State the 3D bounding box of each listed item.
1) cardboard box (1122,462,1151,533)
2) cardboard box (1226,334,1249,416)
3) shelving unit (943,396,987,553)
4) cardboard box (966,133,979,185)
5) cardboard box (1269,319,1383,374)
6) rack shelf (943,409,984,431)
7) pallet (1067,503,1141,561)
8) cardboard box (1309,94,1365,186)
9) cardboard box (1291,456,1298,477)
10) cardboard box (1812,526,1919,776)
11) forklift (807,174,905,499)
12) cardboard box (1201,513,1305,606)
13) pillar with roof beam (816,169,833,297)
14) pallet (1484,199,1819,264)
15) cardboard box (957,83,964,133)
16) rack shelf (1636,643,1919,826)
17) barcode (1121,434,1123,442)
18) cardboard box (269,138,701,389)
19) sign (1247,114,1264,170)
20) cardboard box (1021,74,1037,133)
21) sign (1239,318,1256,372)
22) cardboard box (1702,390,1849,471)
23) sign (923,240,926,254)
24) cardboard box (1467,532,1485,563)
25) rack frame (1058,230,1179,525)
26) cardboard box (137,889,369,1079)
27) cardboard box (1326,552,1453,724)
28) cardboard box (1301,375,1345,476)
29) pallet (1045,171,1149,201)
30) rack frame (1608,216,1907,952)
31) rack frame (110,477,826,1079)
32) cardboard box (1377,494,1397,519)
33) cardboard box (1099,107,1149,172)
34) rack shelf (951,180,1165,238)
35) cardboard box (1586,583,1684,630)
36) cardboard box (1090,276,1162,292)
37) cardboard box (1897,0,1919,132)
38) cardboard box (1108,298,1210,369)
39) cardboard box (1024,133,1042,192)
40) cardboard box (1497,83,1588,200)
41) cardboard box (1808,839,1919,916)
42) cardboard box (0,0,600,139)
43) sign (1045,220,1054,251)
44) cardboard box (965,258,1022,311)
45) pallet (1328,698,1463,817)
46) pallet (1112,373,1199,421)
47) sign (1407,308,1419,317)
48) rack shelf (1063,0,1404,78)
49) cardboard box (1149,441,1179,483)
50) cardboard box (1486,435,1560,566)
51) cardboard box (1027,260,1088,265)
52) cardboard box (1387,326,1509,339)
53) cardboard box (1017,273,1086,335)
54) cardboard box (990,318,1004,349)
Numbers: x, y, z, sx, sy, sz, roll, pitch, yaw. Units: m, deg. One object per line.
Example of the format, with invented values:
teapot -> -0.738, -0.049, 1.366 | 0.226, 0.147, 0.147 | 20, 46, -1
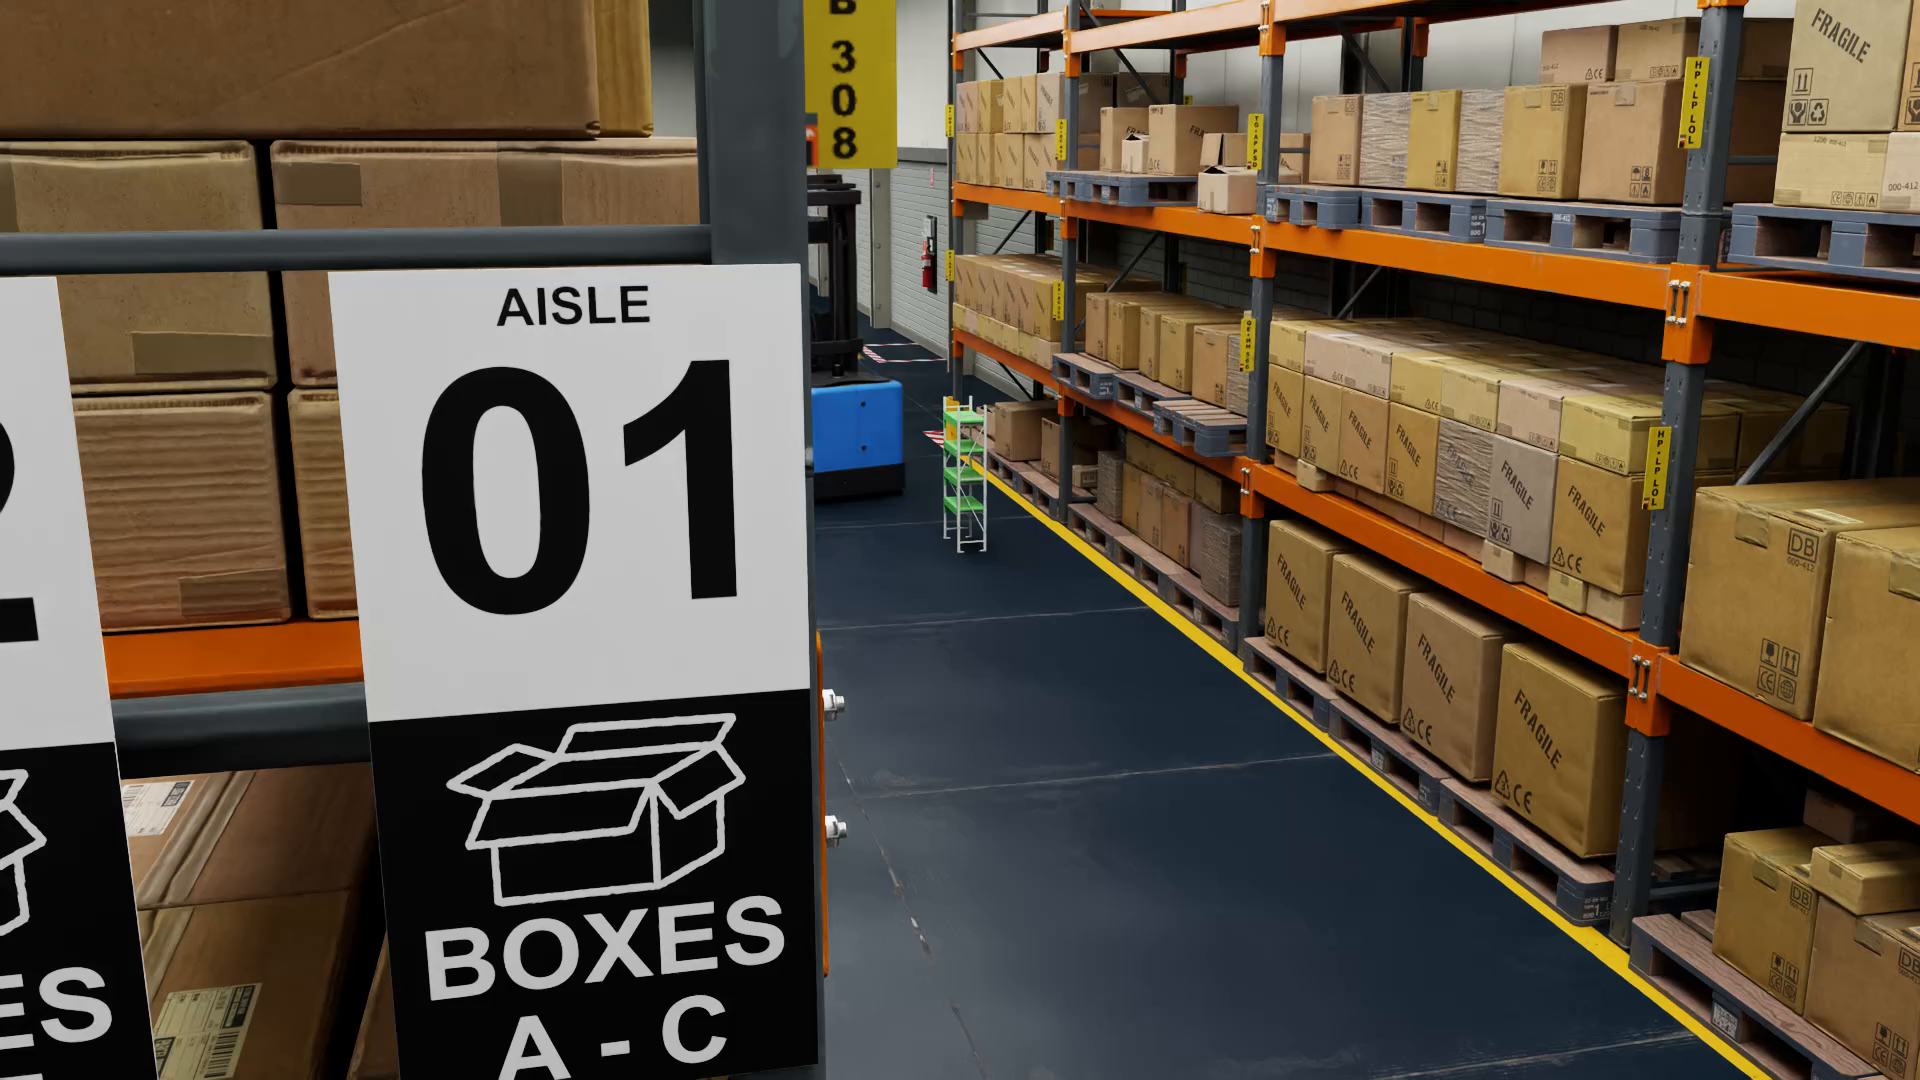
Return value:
cardboard box -> 1.721, -0.346, 13.365 | 0.700, 0.500, 0.500 | -4, 14, -14
cardboard box -> 2.181, -1.080, 10.889 | 0.700, 0.500, 0.500 | -5, 15, -20
shelving unit -> 0.039, -0.545, 13.628 | 0.258, 1.200, 0.503 | -3, 14, -13
cardboard box -> 0.349, -3.854, 16.807 | 0.500, 0.500, 0.500 | -2, 14, -9
cardboard box -> 2.164, -1.151, 9.858 | 0.500, 0.250, 0.500 | -3, 14, -12
rack shelf -> 0.039, -0.949, 13.530 | 0.258, 0.148, 0.480 | -3, 14, -13
pallet -> 1.546, -0.098, 13.884 | 1.003, 0.211, 1.213 | -3, 14, -13
cardboard box -> 2.469, -2.322, 9.655 | 0.700, 0.500, 0.500 | -4, 14, -18
cardboard box -> 2.204, -0.450, 9.935 | 0.380, 0.149, 0.250 | -3, 14, -12
cardboard box -> 3.518, 0.362, 5.492 | 0.980, 0.700, 0.700 | -4, 14, -15
forklift -> -1.691, -2.090, 16.308 | 1.130, 2.935, 3.031 | -8, 16, -29
cardboard box -> 2.081, 0.128, 11.424 | 0.700, 0.500, 0.500 | -3, 14, -12
pillar with roof beam -> -6.984, -9.269, 32.904 | 9.100, 9.000, 0.400 | -3, 14, -13
pallet -> 2.977, -1.360, 7.255 | 0.805, 0.209, 1.217 | -4, 14, -15
cardboard box -> 0.277, -4.454, 17.157 | 0.500, 0.500, 0.500 | -4, 14, -17
rack shelf -> 3.710, 1.024, 4.931 | 1.077, 0.370, 4.000 | -3, 14, -13
barcode -> 1.468, -0.925, 15.059 | 0.001, 0.075, 0.075 | -3, 14, -13
cardboard box -> -0.502, -0.347, 1.970 | 0.500, 0.250, 0.500 | -3, 14, -13
sign -> 1.773, -2.388, 9.972 | 0.100, 0.325, 0.005 | -3, 14, -13
cardboard box -> 0.841, -3.860, 14.728 | 0.500, 0.500, 0.500 | -3, 14, -10
sign -> 1.776, -1.201, 10.250 | 0.100, 0.325, 0.005 | -3, 14, -13
cardboard box -> 3.386, -0.475, 7.089 | 0.500, 0.250, 0.500 | -3, 14, -11
sign -> -0.554, -4.549, 26.151 | 0.001, 0.329, 0.234 | -3, 14, -13
cardboard box -> 2.675, 0.026, 7.986 | 0.380, 0.149, 0.250 | -3, 14, -13
rack frame -> 1.362, -1.632, 14.288 | 1.000, 3.000, 0.127 | -3, 14, -13
cardboard box -> -1.006, 0.791, 2.050 | 0.500, 0.500, 0.500 | -3, 14, -14
cardboard box -> 2.546, 0.510, 9.163 | 0.750, 0.750, 0.750 | -3, 14, -13
cardboard box -> 2.280, -0.665, 9.448 | 0.500, 0.500, 0.500 | -3, 14, -11
pallet -> 1.403, -2.850, 13.347 | 1.213, 0.211, 1.003 | -3, 14, -13
rack frame -> 3.241, 0.213, 6.734 | 1.000, 3.000, 0.127 | -3, 14, -13
rack frame -> -0.634, 1.413, 1.823 | 1.000, 3.000, 0.127 | -3, 14, -13
cardboard box -> 2.483, -0.213, 8.966 | 0.380, 0.149, 0.250 | -3, 14, -12
cardboard box -> 1.412, -3.211, 13.336 | 0.500, 0.500, 0.500 | -1, 14, -5
rack shelf -> 0.892, -3.201, 15.906 | 1.077, 0.370, 4.000 | -3, 14, -13
cardboard box -> 2.886, 0.263, 7.016 | 0.380, 0.149, 0.250 | -3, 14, -13
cardboard box -> 1.454, -2.054, 14.706 | 0.500, 0.500, 0.500 | -4, 14, -14
cardboard box -> 3.262, -1.490, 5.024 | 0.500, 0.500, 0.500 | -4, 14, -14
cardboard box -> 1.572, -1.646, 13.206 | 0.700, 0.500, 0.500 | -2, 14, -7
cardboard box -> 0.897, -3.368, 14.819 | 0.500, 0.500, 0.500 | -5, 14, -18
cardboard box -> 2.947, -1.840, 7.681 | 0.700, 0.500, 0.500 | -4, 14, -14
cardboard box -> 3.220, 1.176, 5.809 | 0.380, 0.149, 0.250 | -3, 14, -11
cardboard box -> -0.771, -0.696, 1.818 | 0.700, 0.500, 0.500 | -3, 14, -13
sign -> 0.967, -3.297, 17.998 | 0.100, 0.325, 0.005 | -3, 14, -13
cardboard box -> 0.349, -2.615, 17.003 | 0.500, 0.500, 0.500 | -3, 14, -13
pallet -> 2.696, 1.112, 8.931 | 1.003, 0.211, 1.213 | -3, 14, -13
pallet -> 1.797, -1.071, 12.394 | 1.003, 0.211, 1.213 | -3, 14, -13
sign -> 2.840, -1.304, 10.503 | 0.100, 0.325, 0.005 | -3, 14, -13
rack shelf -> 1.832, -3.541, 11.821 | 1.077, 0.370, 4.000 | -3, 14, -13
cardboard box -> 1.783, -0.606, 12.847 | 0.500, 0.250, 0.500 | -4, 14, -15
cardboard box -> 2.758, -0.199, 7.542 | 0.500, 0.500, 0.500 | -3, 14, -13
cardboard box -> 0.974, -2.524, 16.630 | 0.500, 0.500, 0.500 | -4, 14, -15
cardboard box -> 2.778, -1.067, 9.514 | 0.500, 0.250, 0.500 | -4, 14, -15
cardboard box -> 0.827, -2.140, 15.060 | 0.500, 0.500, 0.500 | -3, 14, -14
cardboard box -> 0.595, -2.008, 16.100 | 0.500, 0.250, 0.500 | -3, 14, -13
